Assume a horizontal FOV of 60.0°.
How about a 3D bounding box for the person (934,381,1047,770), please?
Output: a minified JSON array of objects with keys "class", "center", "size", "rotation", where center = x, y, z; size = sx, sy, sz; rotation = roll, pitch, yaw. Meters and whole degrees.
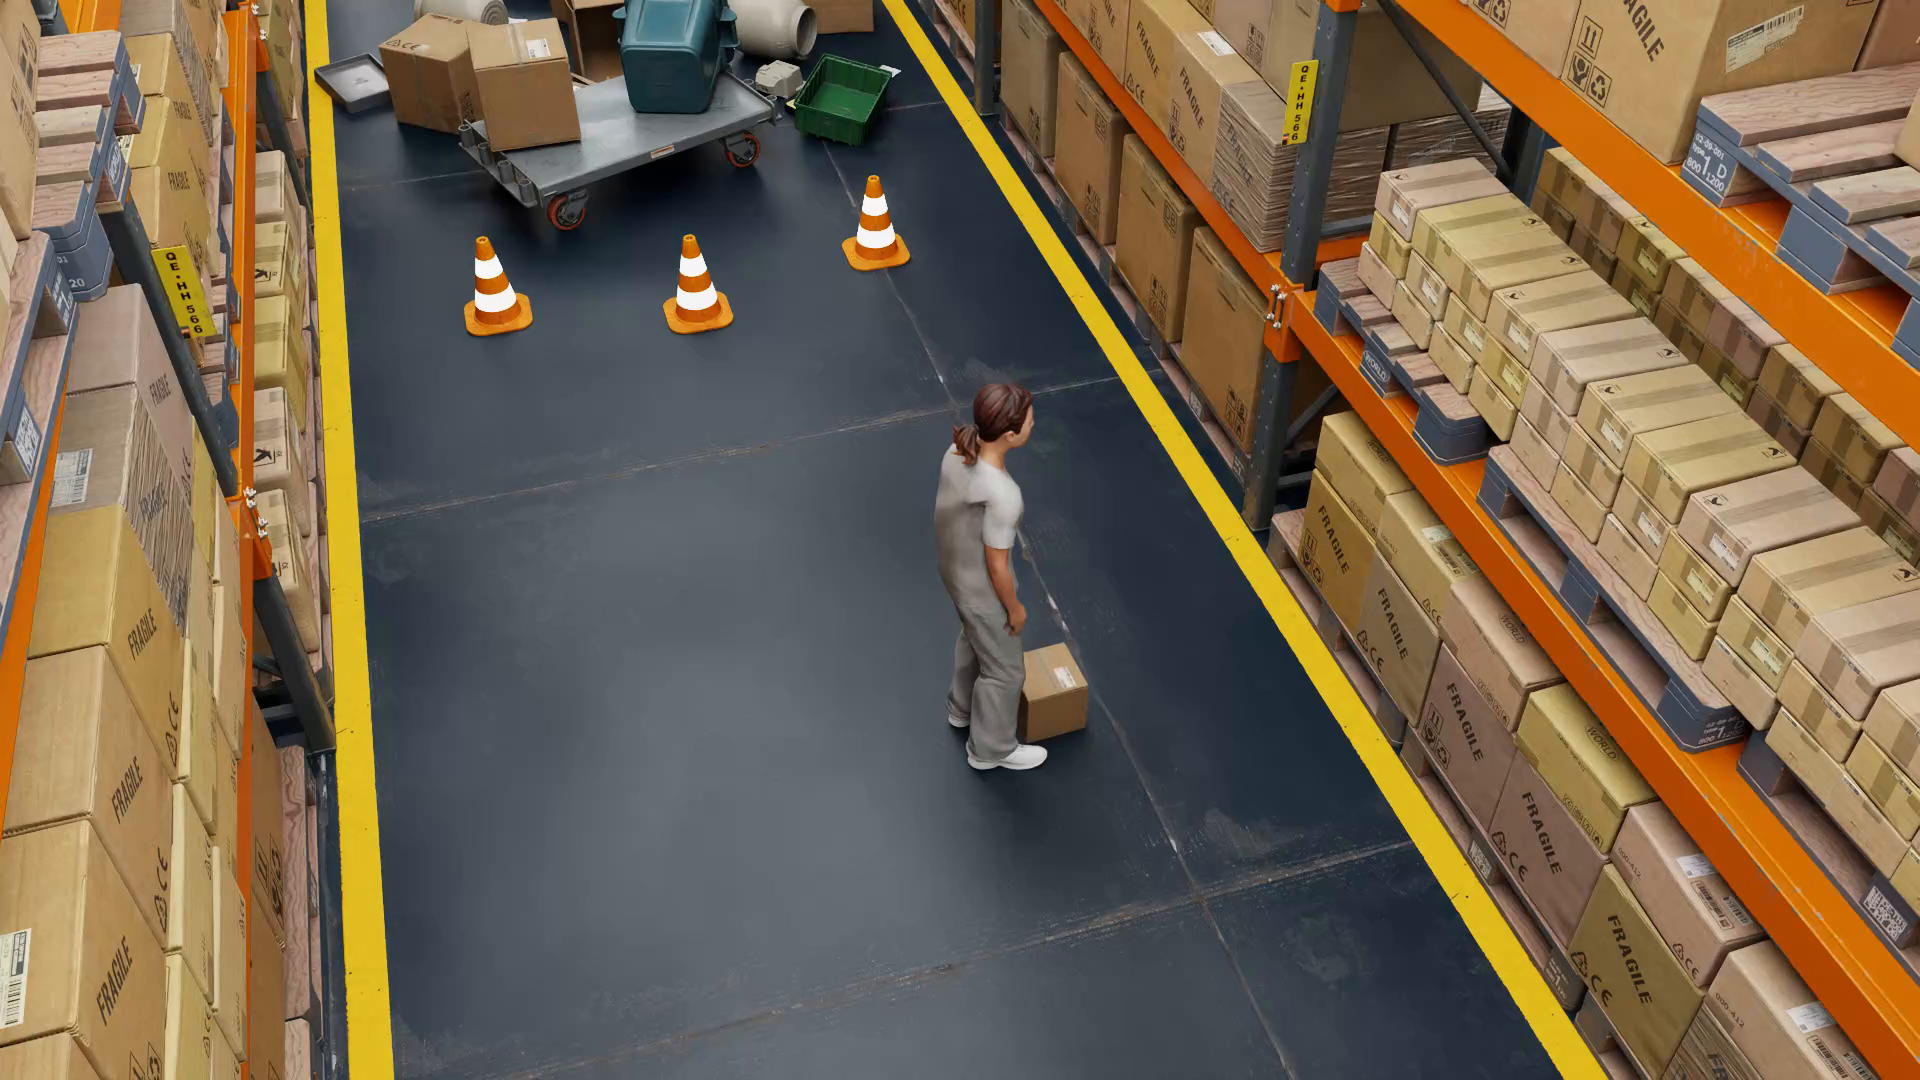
[{"class":"person","center":[0.104,0.138,6.011],"size":[0.361,1.672,0.493],"rotation":[-14,44,-14]}]
